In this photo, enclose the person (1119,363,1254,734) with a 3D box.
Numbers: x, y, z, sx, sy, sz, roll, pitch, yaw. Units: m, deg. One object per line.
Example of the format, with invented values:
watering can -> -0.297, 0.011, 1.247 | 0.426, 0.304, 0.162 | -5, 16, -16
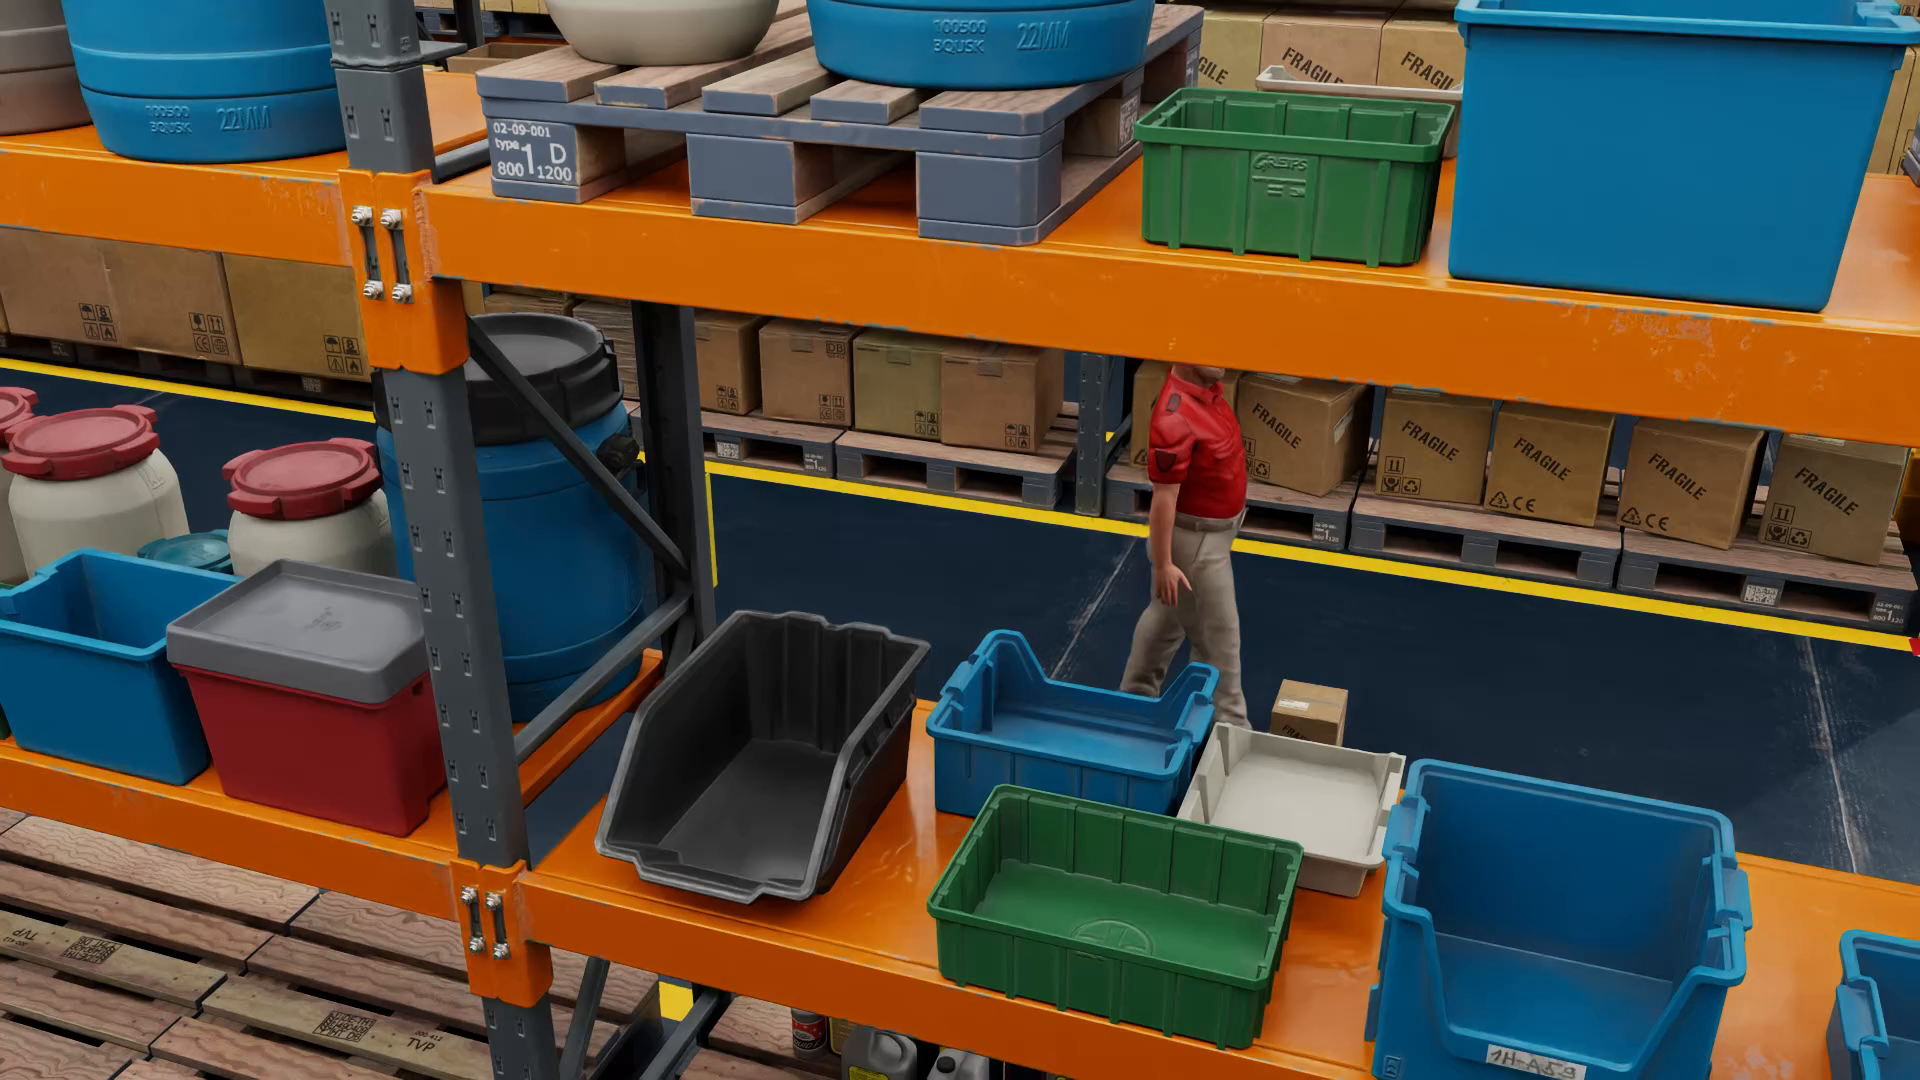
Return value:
person -> 0.960, 0.005, 6.121 | 0.733, 1.718, 0.553 | 6, 26, 12
